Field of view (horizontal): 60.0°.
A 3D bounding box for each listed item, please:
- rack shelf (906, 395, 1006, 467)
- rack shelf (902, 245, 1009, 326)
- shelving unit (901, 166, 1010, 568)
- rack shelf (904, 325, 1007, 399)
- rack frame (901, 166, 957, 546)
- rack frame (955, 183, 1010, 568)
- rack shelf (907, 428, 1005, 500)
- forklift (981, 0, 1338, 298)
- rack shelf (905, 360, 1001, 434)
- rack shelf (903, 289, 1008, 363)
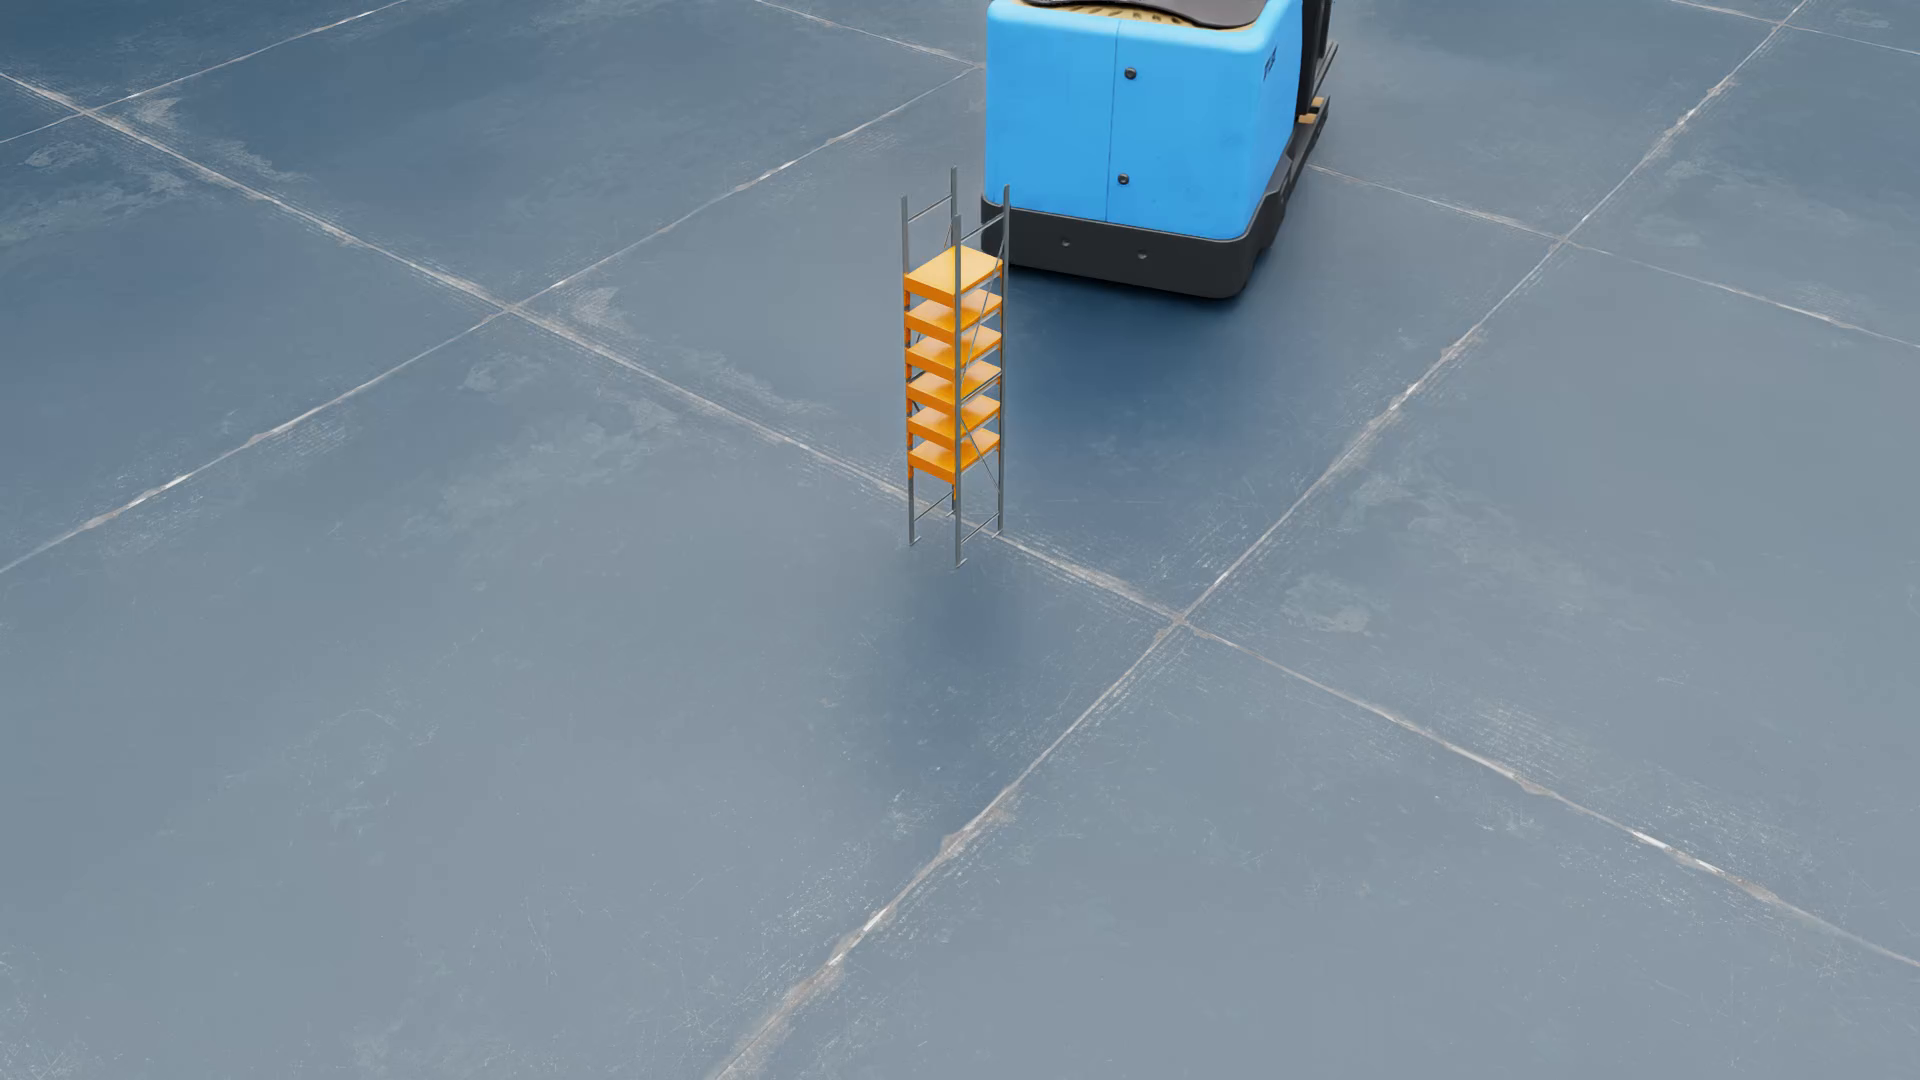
[{"bbox_3d":[-0.011,-0.348,4.988,0.180,0.103,0.258,25,45,29],"label":"rack shelf"},{"bbox_3d":[-0.012,-0.726,4.693,0.180,0.103,0.258,25,45,29],"label":"rack shelf"},{"bbox_3d":[-0.012,-0.478,4.887,0.189,1.200,0.258,25,45,29],"label":"shelving unit"},{"bbox_3d":[-0.012,-0.537,4.840,0.180,0.103,0.258,25,45,29],"label":"rack shelf"},{"bbox_3d":[-0.084,-0.512,4.931,0.006,1.200,0.240,25,45,29],"label":"rack frame"},{"bbox_3d":[0.061,-0.444,4.843,0.006,1.200,0.240,25,45,29],"label":"rack frame"},{"bbox_3d":[-0.011,-0.254,5.062,0.180,0.103,0.258,25,45,29],"label":"rack shelf"},{"bbox_3d":[1.055,-2.982,6.681,1.130,2.935,3.031,12,40,15],"label":"forklift"},{"bbox_3d":[-0.012,-0.443,4.914,0.180,0.103,0.258,25,45,29],"label":"rack shelf"},{"bbox_3d":[-0.012,-0.632,4.766,0.180,0.103,0.258,25,45,29],"label":"rack shelf"}]
